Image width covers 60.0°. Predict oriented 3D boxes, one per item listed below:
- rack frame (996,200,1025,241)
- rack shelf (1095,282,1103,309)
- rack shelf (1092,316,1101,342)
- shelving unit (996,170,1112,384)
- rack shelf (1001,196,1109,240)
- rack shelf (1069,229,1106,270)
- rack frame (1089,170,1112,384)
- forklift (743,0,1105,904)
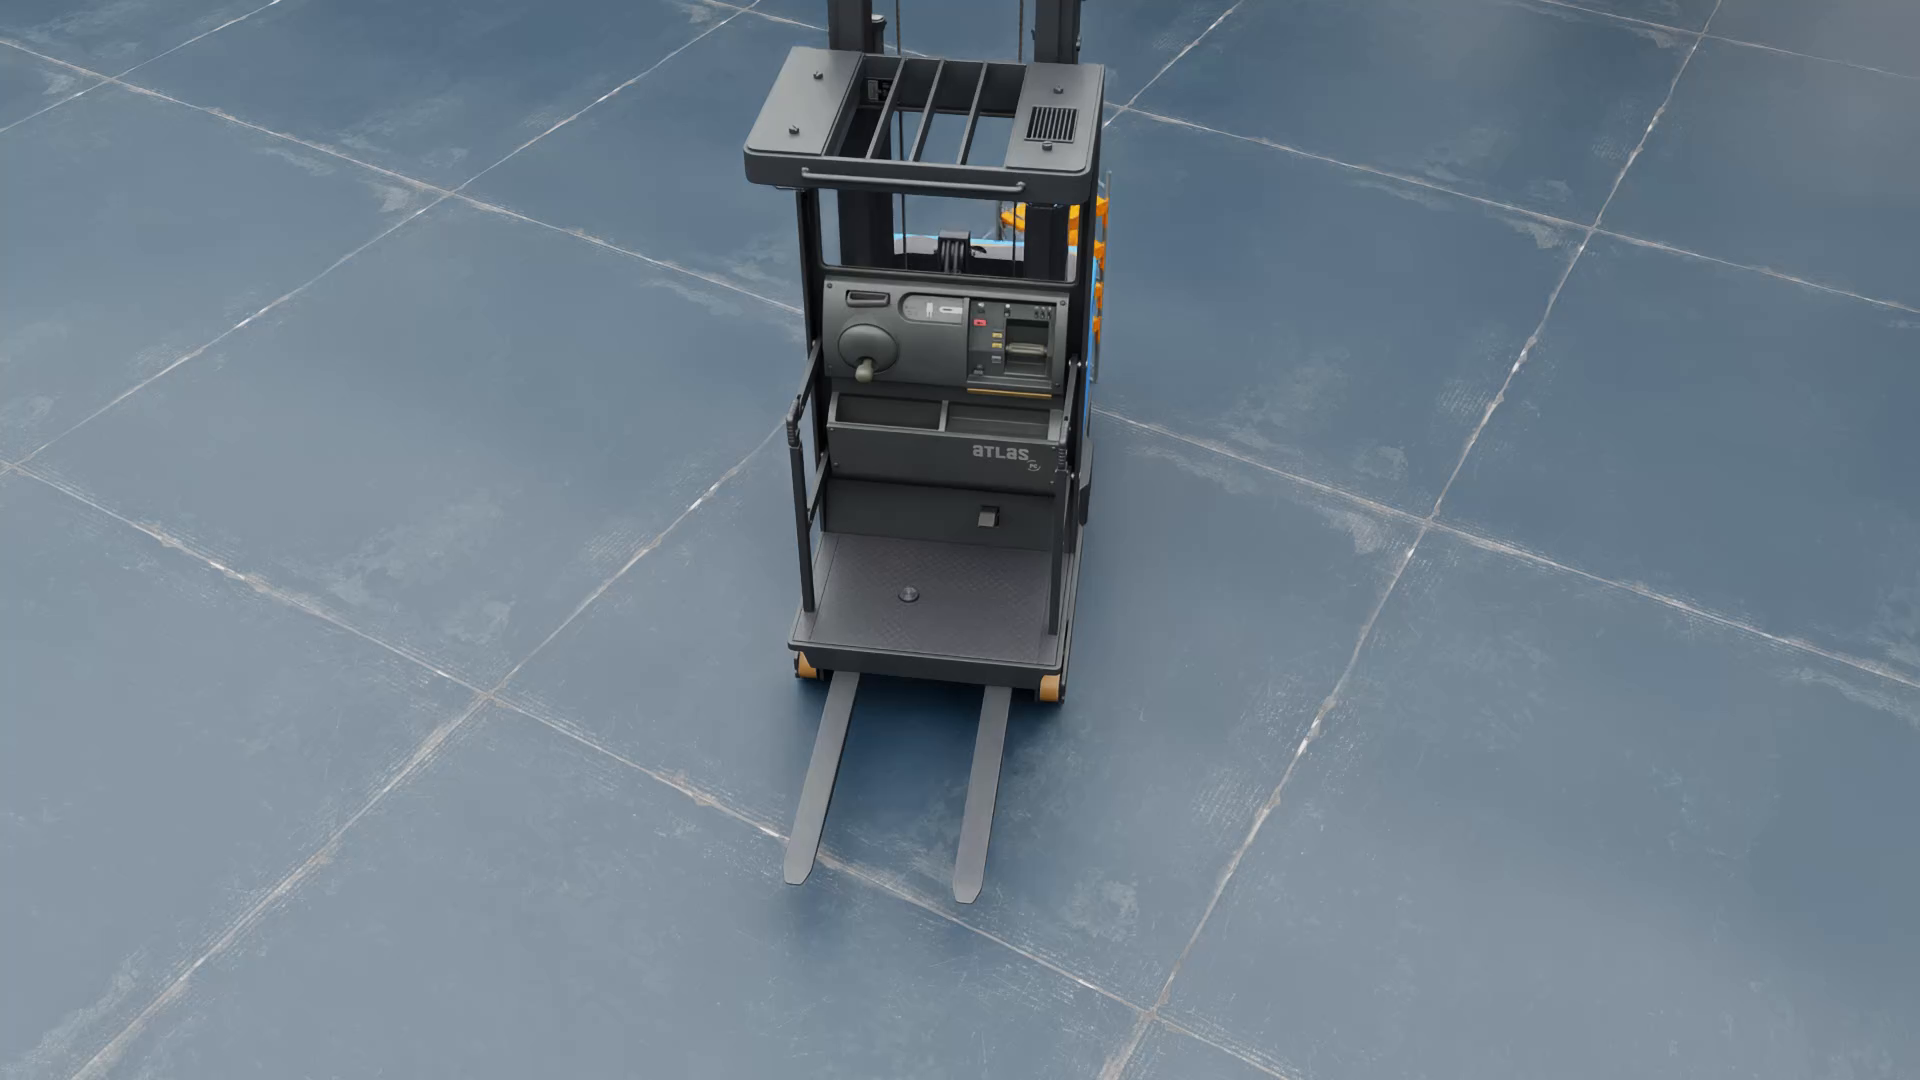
[{"bbox_3d":[0.252,-1.091,7.896,0.015,1.200,0.240,-31,50,-30],"label":"rack frame"},{"bbox_3d":[0.434,-1.148,8.062,0.480,0.148,0.258,-31,50,-30],"label":"rack shelf"},{"bbox_3d":[0.435,-0.999,8.194,0.480,0.148,0.258,-31,50,-30],"label":"rack shelf"},{"bbox_3d":[0.434,-1.199,8.018,0.503,1.200,0.258,-31,50,-30],"label":"shelving unit"},{"bbox_3d":[0.434,-1.493,7.758,0.480,0.148,0.258,-31,50,-30],"label":"rack shelf"},{"bbox_3d":[0.434,-1.316,7.914,0.480,0.148,0.258,-31,50,-30],"label":"rack shelf"},{"bbox_3d":[0.616,-1.306,8.140,0.015,1.200,0.240,-31,50,-30],"label":"rack frame"},{"bbox_3d":[-0.084,-0.687,6.128,1.130,2.935,3.031,5,42,6],"label":"forklift"}]
